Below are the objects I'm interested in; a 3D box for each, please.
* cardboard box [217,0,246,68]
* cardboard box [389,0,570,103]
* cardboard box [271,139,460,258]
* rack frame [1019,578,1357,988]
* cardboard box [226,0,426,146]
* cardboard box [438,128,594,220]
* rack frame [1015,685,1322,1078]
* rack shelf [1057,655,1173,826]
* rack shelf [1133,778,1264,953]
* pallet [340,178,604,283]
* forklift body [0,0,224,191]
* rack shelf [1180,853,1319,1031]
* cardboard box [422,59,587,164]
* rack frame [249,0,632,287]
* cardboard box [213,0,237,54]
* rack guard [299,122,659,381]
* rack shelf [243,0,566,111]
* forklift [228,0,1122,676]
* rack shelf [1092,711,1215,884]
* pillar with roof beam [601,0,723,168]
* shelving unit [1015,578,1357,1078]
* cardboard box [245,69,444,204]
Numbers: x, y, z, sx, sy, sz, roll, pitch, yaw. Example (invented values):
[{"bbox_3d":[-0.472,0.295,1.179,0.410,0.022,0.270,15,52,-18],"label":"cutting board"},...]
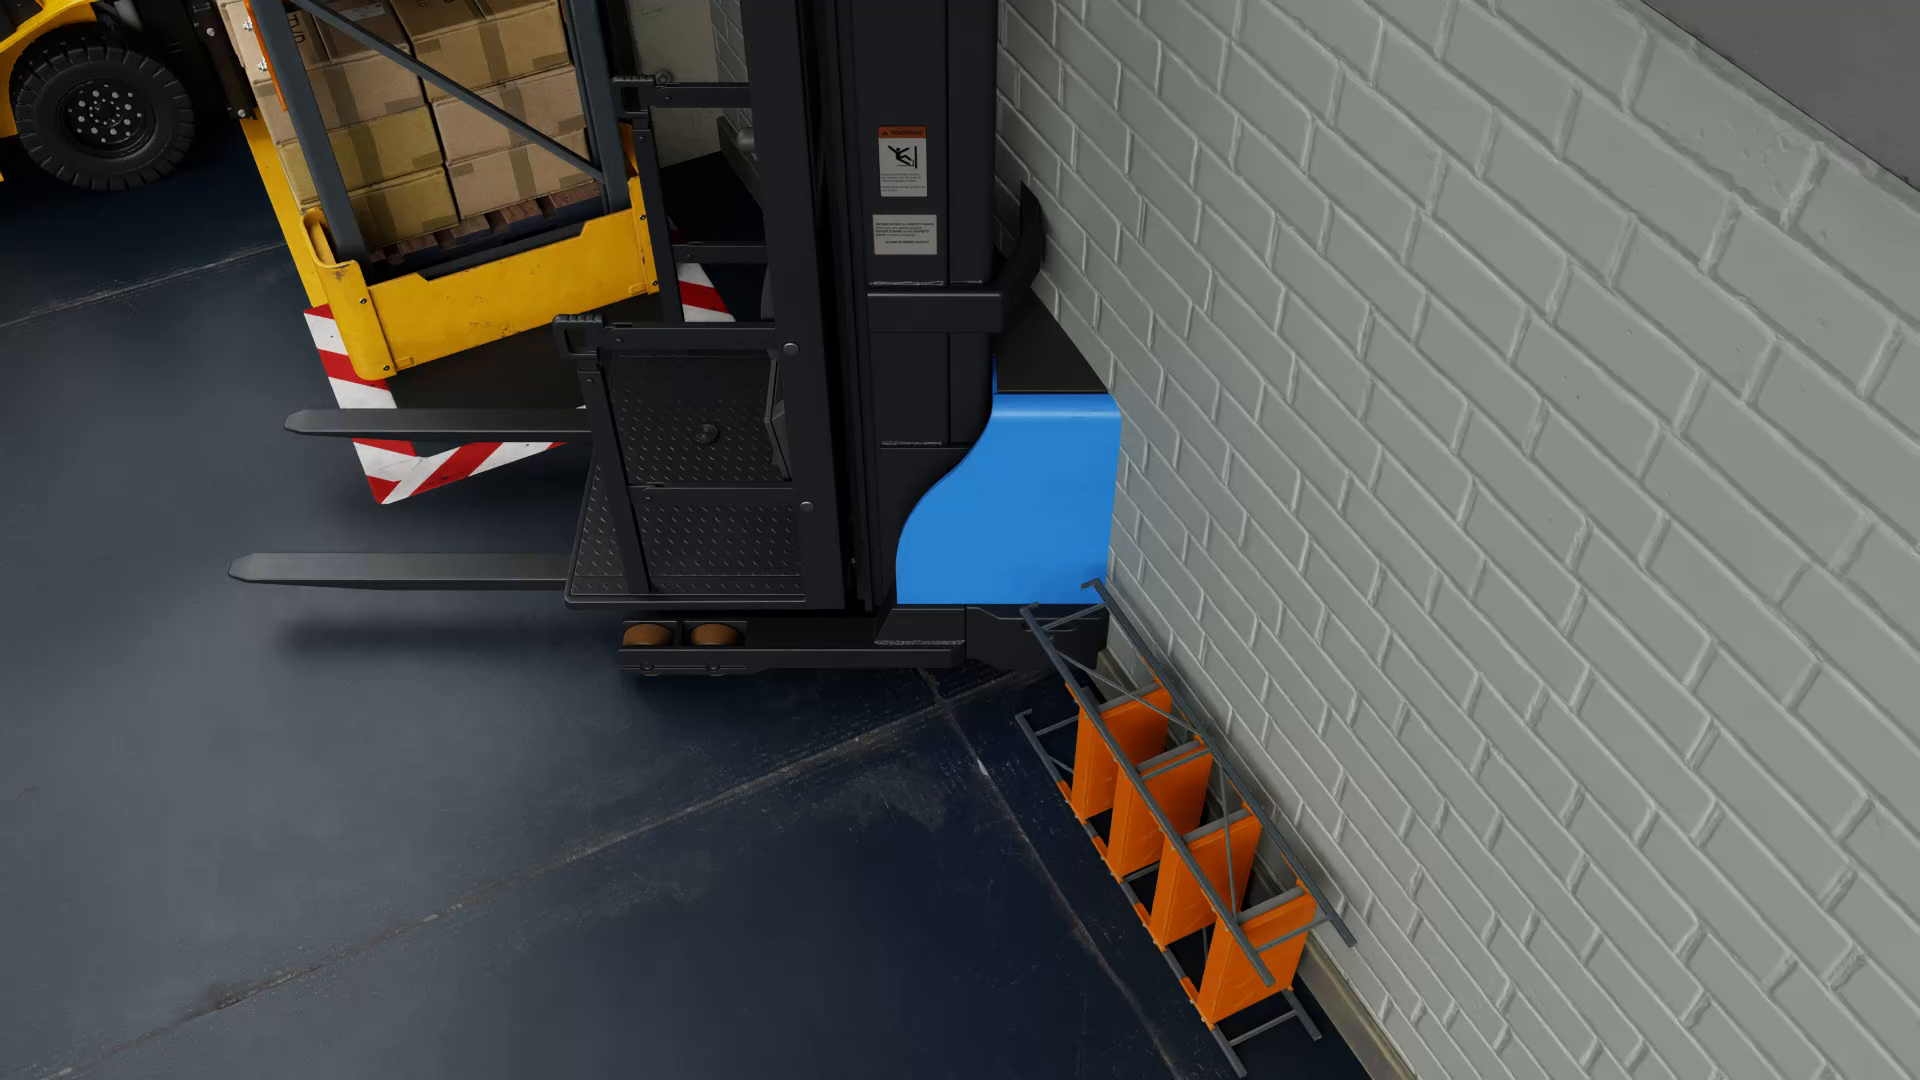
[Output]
[{"bbox_3d":[-2.355,-1.954,5.850,0.500,0.250,0.500,-20,52,-17],"label":"cardboard box"},{"bbox_3d":[-1.680,-1.801,5.716,0.500,0.250,0.500,-22,52,-18],"label":"cardboard box"},{"bbox_3d":[-2.124,-1.290,5.933,0.500,0.250,0.500,-21,52,-17],"label":"cardboard box"},{"bbox_3d":[0.530,0.552,4.100,0.240,0.015,1.200,-20,52,-17],"label":"rack frame"},{"bbox_3d":[-2.116,-1.614,5.553,0.500,0.250,0.500,-20,52,-16],"label":"cardboard box"},{"bbox_3d":[-1.679,-1.481,6.100,0.500,0.250,0.500,-21,52,-17],"label":"cardboard box"},{"bbox_3d":[0.530,0.873,4.468,0.240,0.015,1.200,-20,52,-17],"label":"rack frame"},{"bbox_3d":[0.413,0.533,4.441,0.258,0.480,0.148,-20,52,-17],"label":"rack shelf"},{"bbox_3d":[0.599,0.818,4.192,0.258,0.480,0.148,-20,52,-17],"label":"rack shelf"},{"bbox_3d":[-2.015,-1.431,6.361,1.003,0.211,1.213,-21,52,-18],"label":"pallet"},{"bbox_3d":[-4.118,-2.213,5.757,2.313,2.155,1.214,-21,52,-18],"label":"forklift body"},{"bbox_3d":[0.703,0.978,4.052,0.258,0.480,0.148,-20,52,-17],"label":"rack shelf"},{"bbox_3d":[-1.658,-1.635,5.903,0.500,0.250,0.500,-20,52,-17],"label":"cardboard box"},{"bbox_3d":[-1.628,-1.852,4.877,1.000,3.000,0.127,-21,52,-18],"label":"rack frame"},{"bbox_3d":[-2.604,-2.145,6.349,0.500,0.250,0.500,-22,52,-18],"label":"cardboard box"},{"bbox_3d":[-1.617,-1.013,5.803,1.175,0.500,0.348,-21,52,-18],"label":"rack guard"},{"bbox_3d":[-2.543,-2.953,6.318,1.077,0.370,4.000,-21,52,-18],"label":"rack shelf"},{"bbox_3d":[-0.630,-0.965,4.147,3.031,2.935,1.130,0,49,0],"label":"forklift"},{"bbox_3d":[0.501,0.667,4.324,0.258,0.480,0.148,-20,52,-17],"label":"rack shelf"},{"bbox_3d":[-4.973,-3.120,2.001,9.100,9.000,0.400,-21,52,-18],"label":"pillar with roof beam"},{"bbox_3d":[0.530,0.712,4.284,0.258,0.503,1.200,-20,52,-17],"label":"shelving unit"},{"bbox_3d":[-2.129,-1.467,5.756,0.500,0.250,0.500,-22,52,-18],"label":"cardboard box"}]
